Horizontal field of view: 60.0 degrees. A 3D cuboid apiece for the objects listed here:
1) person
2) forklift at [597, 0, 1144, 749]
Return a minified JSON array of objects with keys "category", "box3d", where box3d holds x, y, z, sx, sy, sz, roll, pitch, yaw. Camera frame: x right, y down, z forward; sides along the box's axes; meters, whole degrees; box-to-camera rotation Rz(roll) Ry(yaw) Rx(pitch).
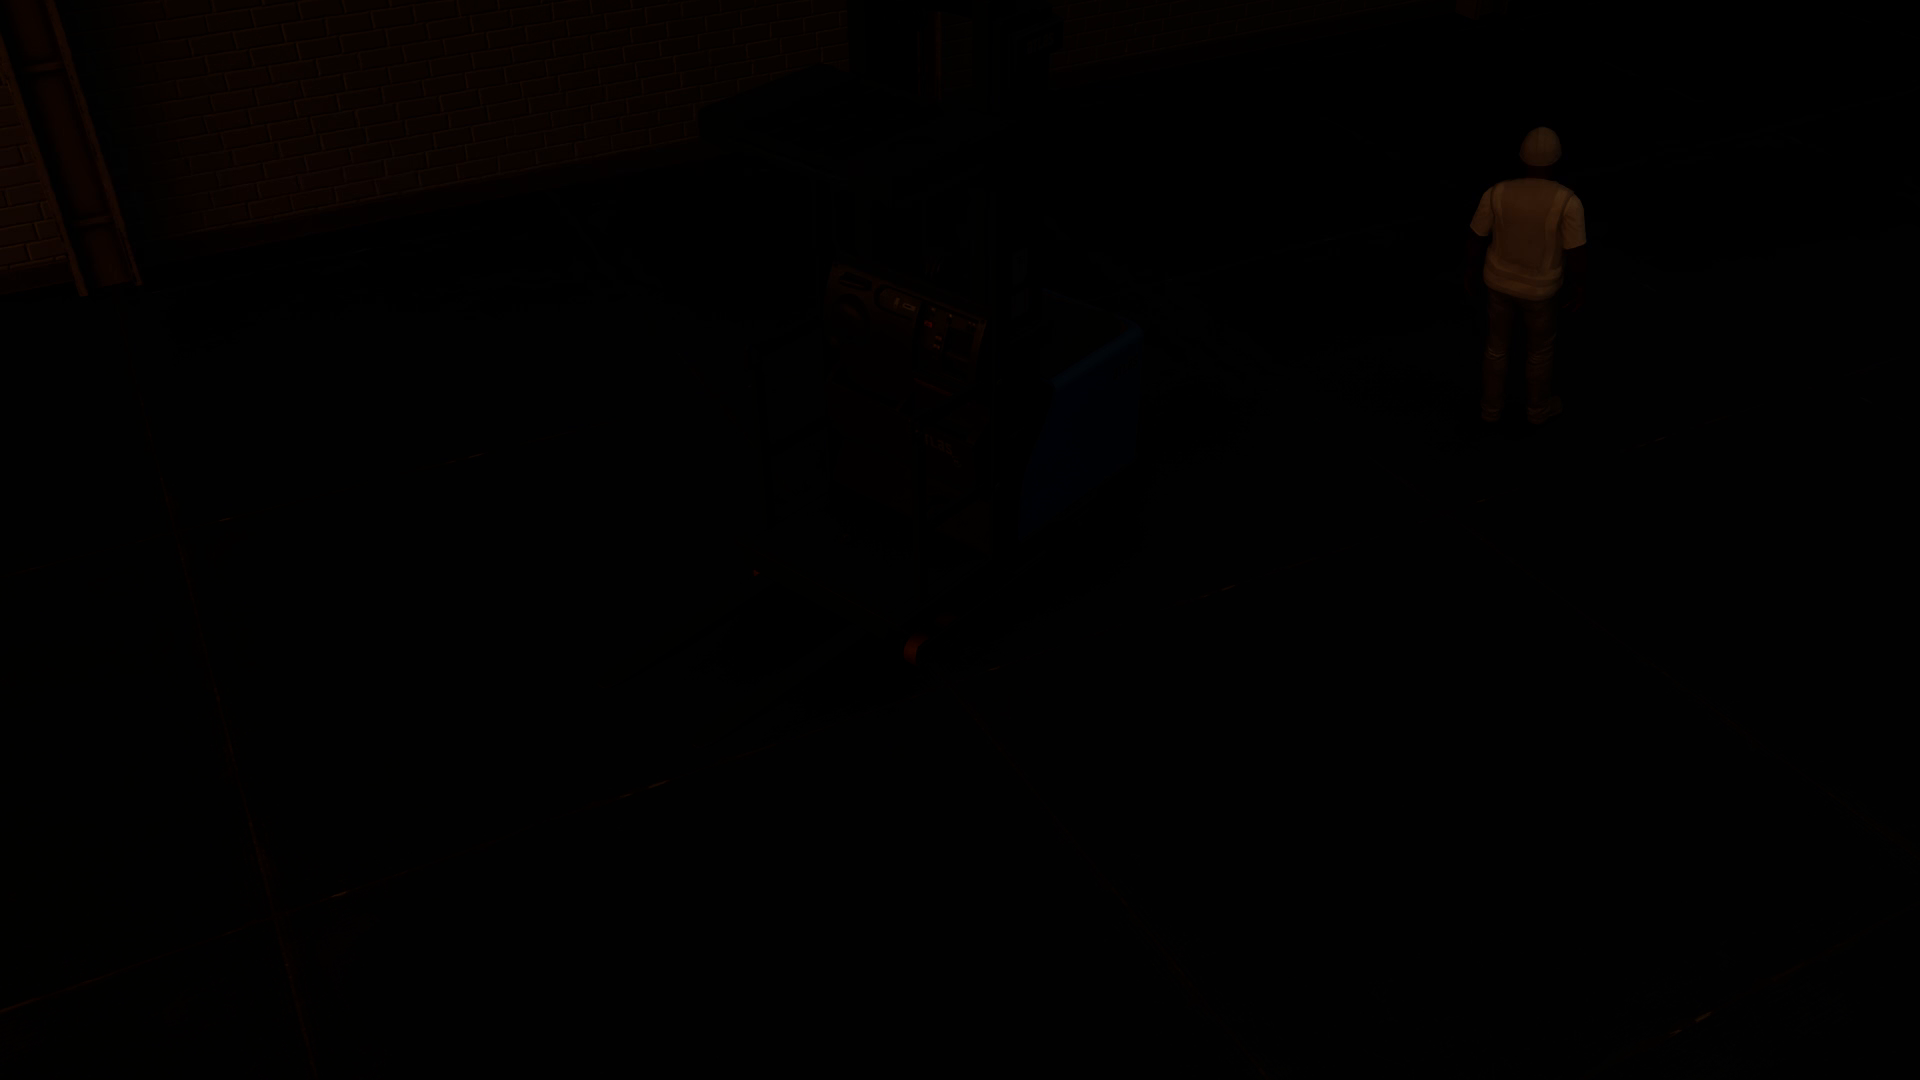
[{"category":"person","box3d":[3.130,-1.458,9.182,0.666,1.765,0.577,19,40,25]},{"category":"forklift","box3d":[-0.390,-0.927,7.434,1.130,2.935,3.031,26,43,31]}]
